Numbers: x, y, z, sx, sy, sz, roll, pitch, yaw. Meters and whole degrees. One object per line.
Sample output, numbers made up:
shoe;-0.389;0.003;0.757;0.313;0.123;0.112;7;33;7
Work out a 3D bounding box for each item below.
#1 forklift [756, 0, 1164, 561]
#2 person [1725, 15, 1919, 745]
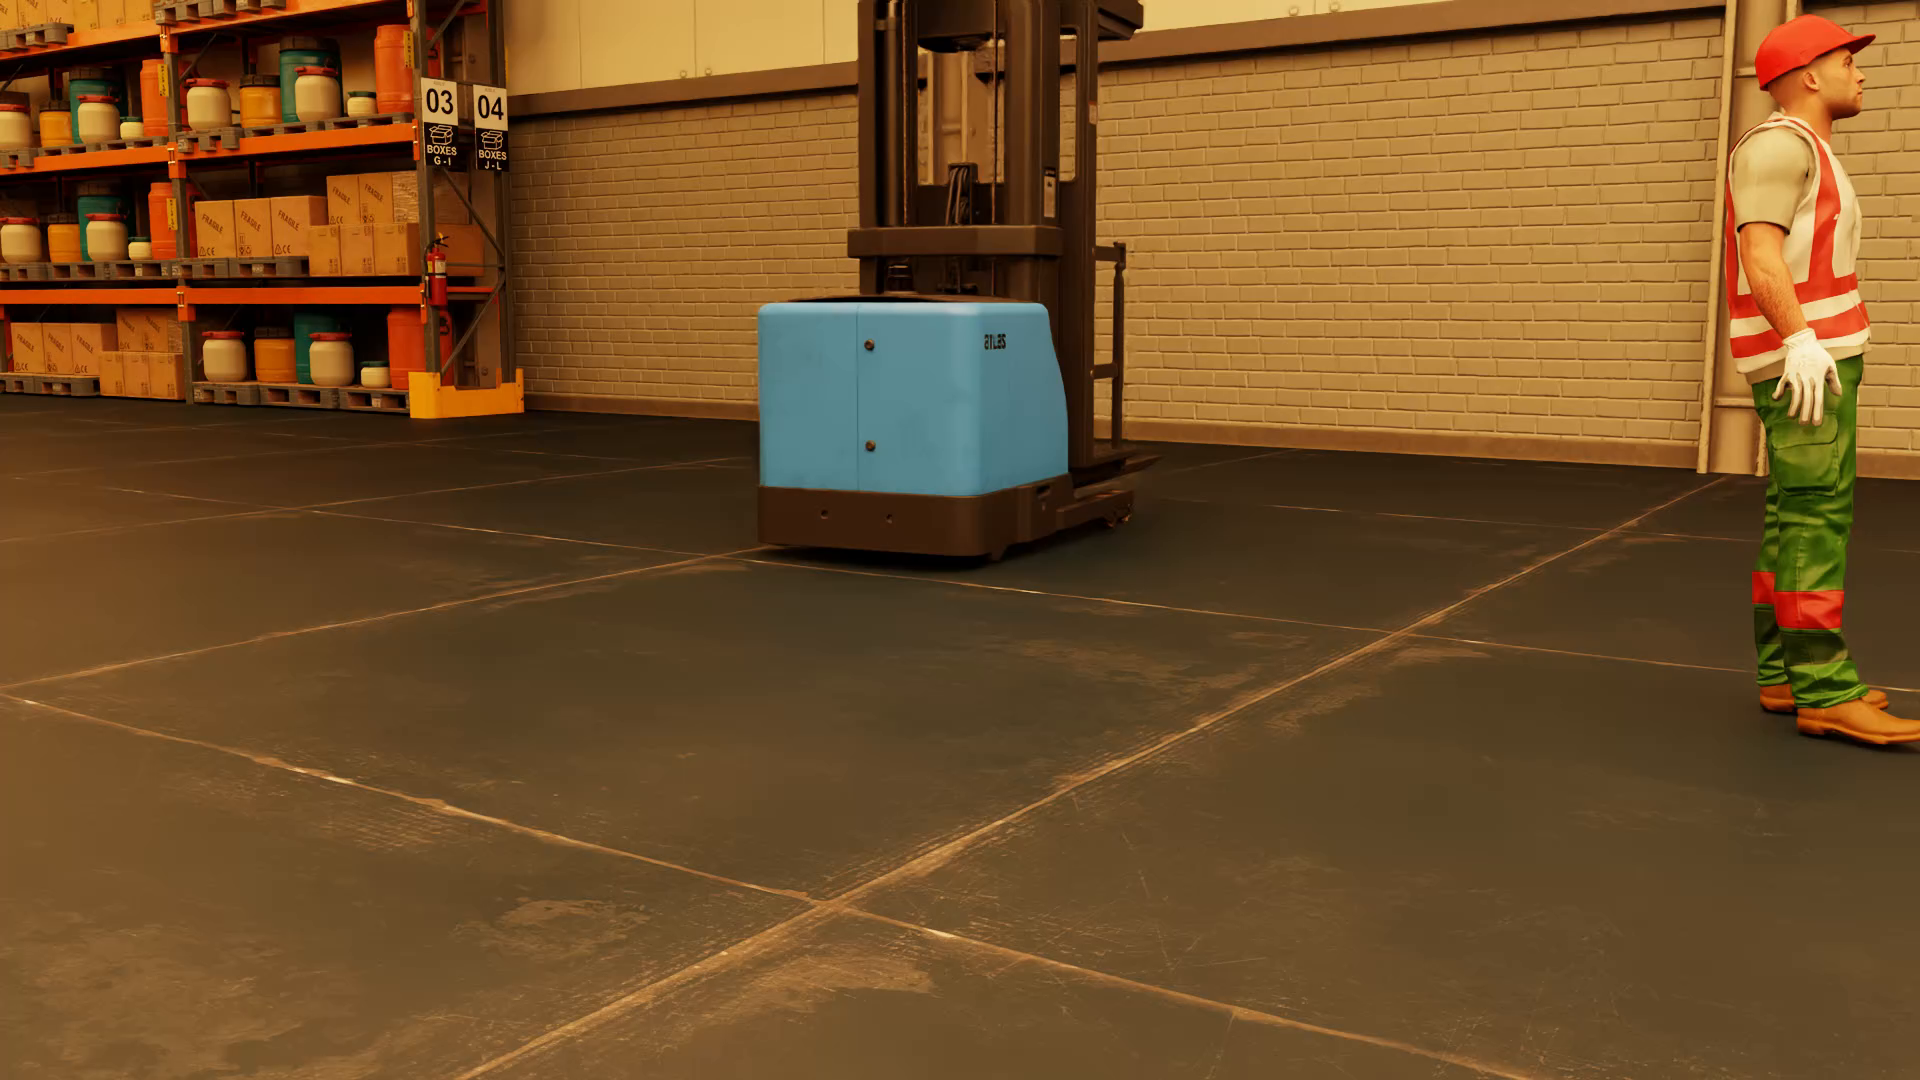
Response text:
forklift;0.211;-1.533;7.975;1.130;2.935;3.031;4;9;24
person;2.236;-0.432;4.232;0.564;1.787;0.638;5;10;33
